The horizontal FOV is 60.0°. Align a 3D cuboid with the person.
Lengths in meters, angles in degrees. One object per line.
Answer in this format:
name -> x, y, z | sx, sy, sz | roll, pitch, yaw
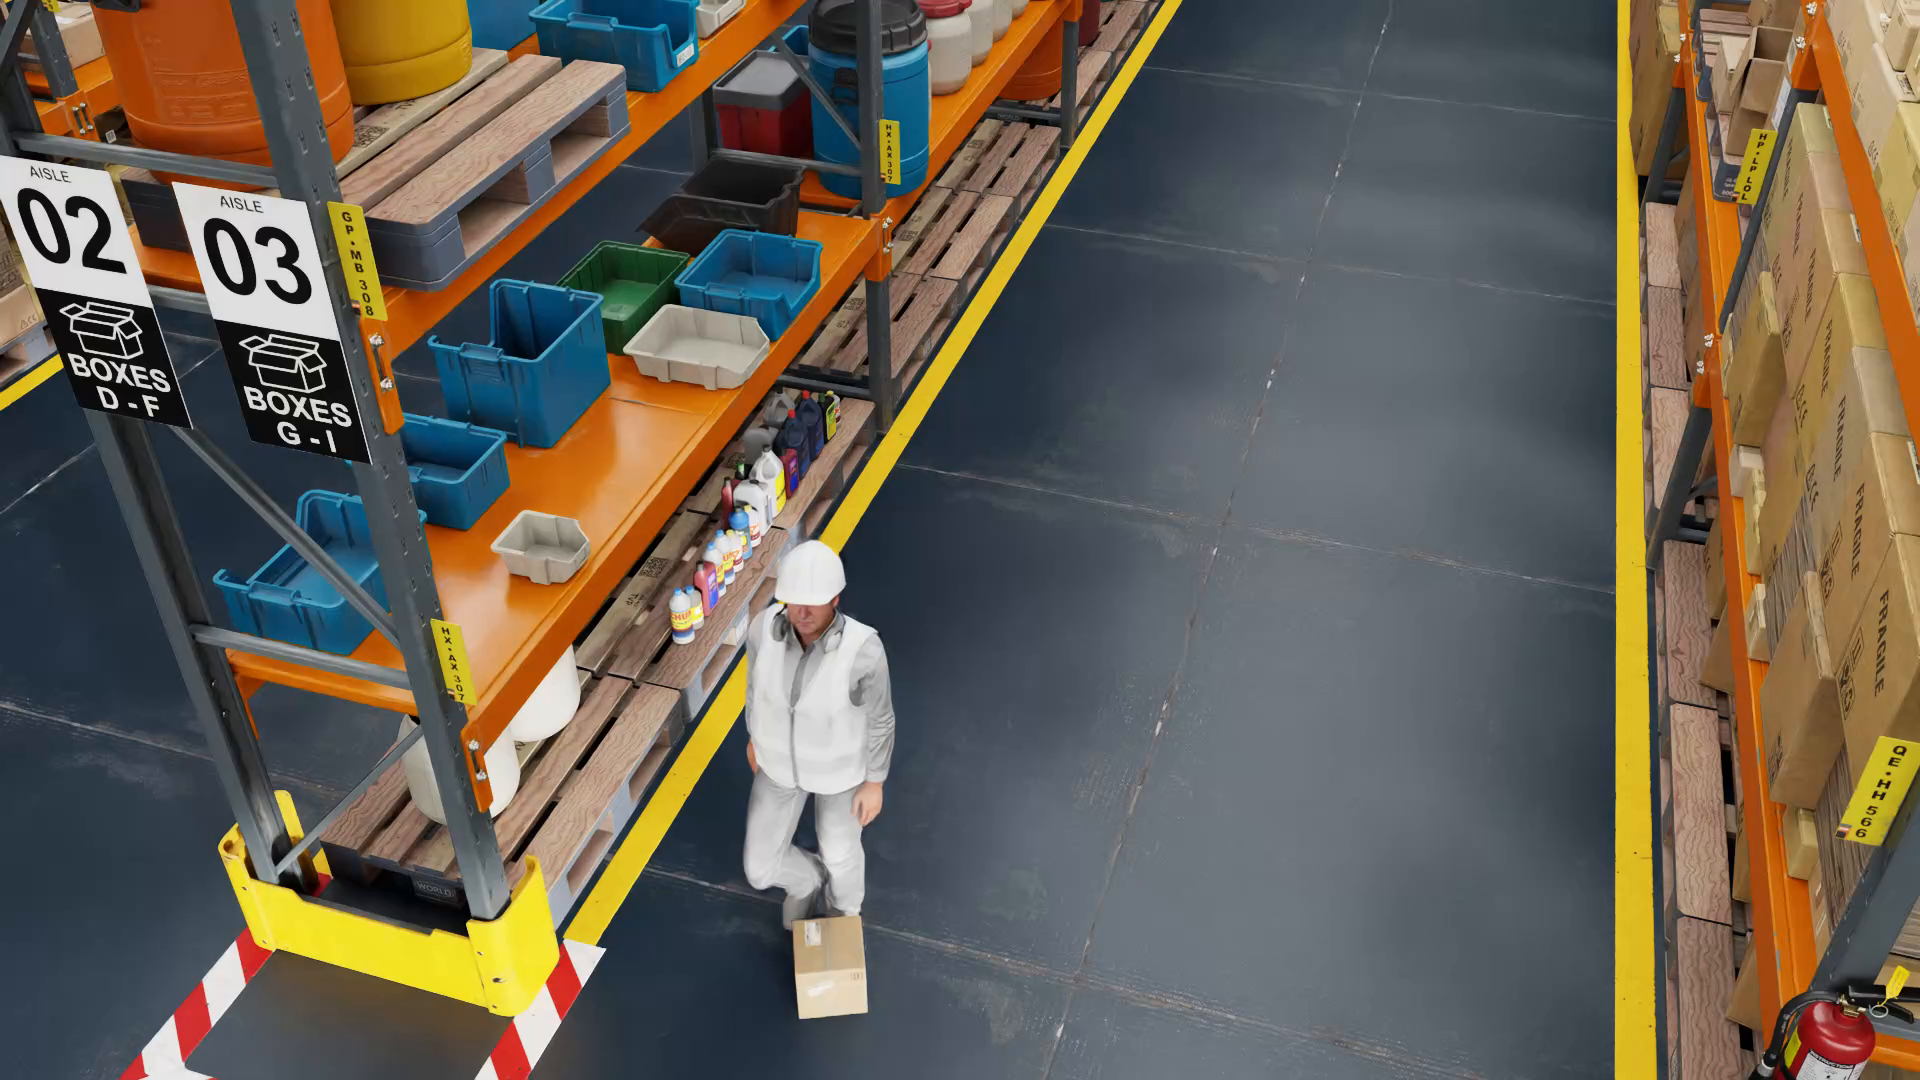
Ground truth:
person -> -0.517, 0.802, 5.765 | 0.577, 1.784, 0.476 | 11, 38, 14
